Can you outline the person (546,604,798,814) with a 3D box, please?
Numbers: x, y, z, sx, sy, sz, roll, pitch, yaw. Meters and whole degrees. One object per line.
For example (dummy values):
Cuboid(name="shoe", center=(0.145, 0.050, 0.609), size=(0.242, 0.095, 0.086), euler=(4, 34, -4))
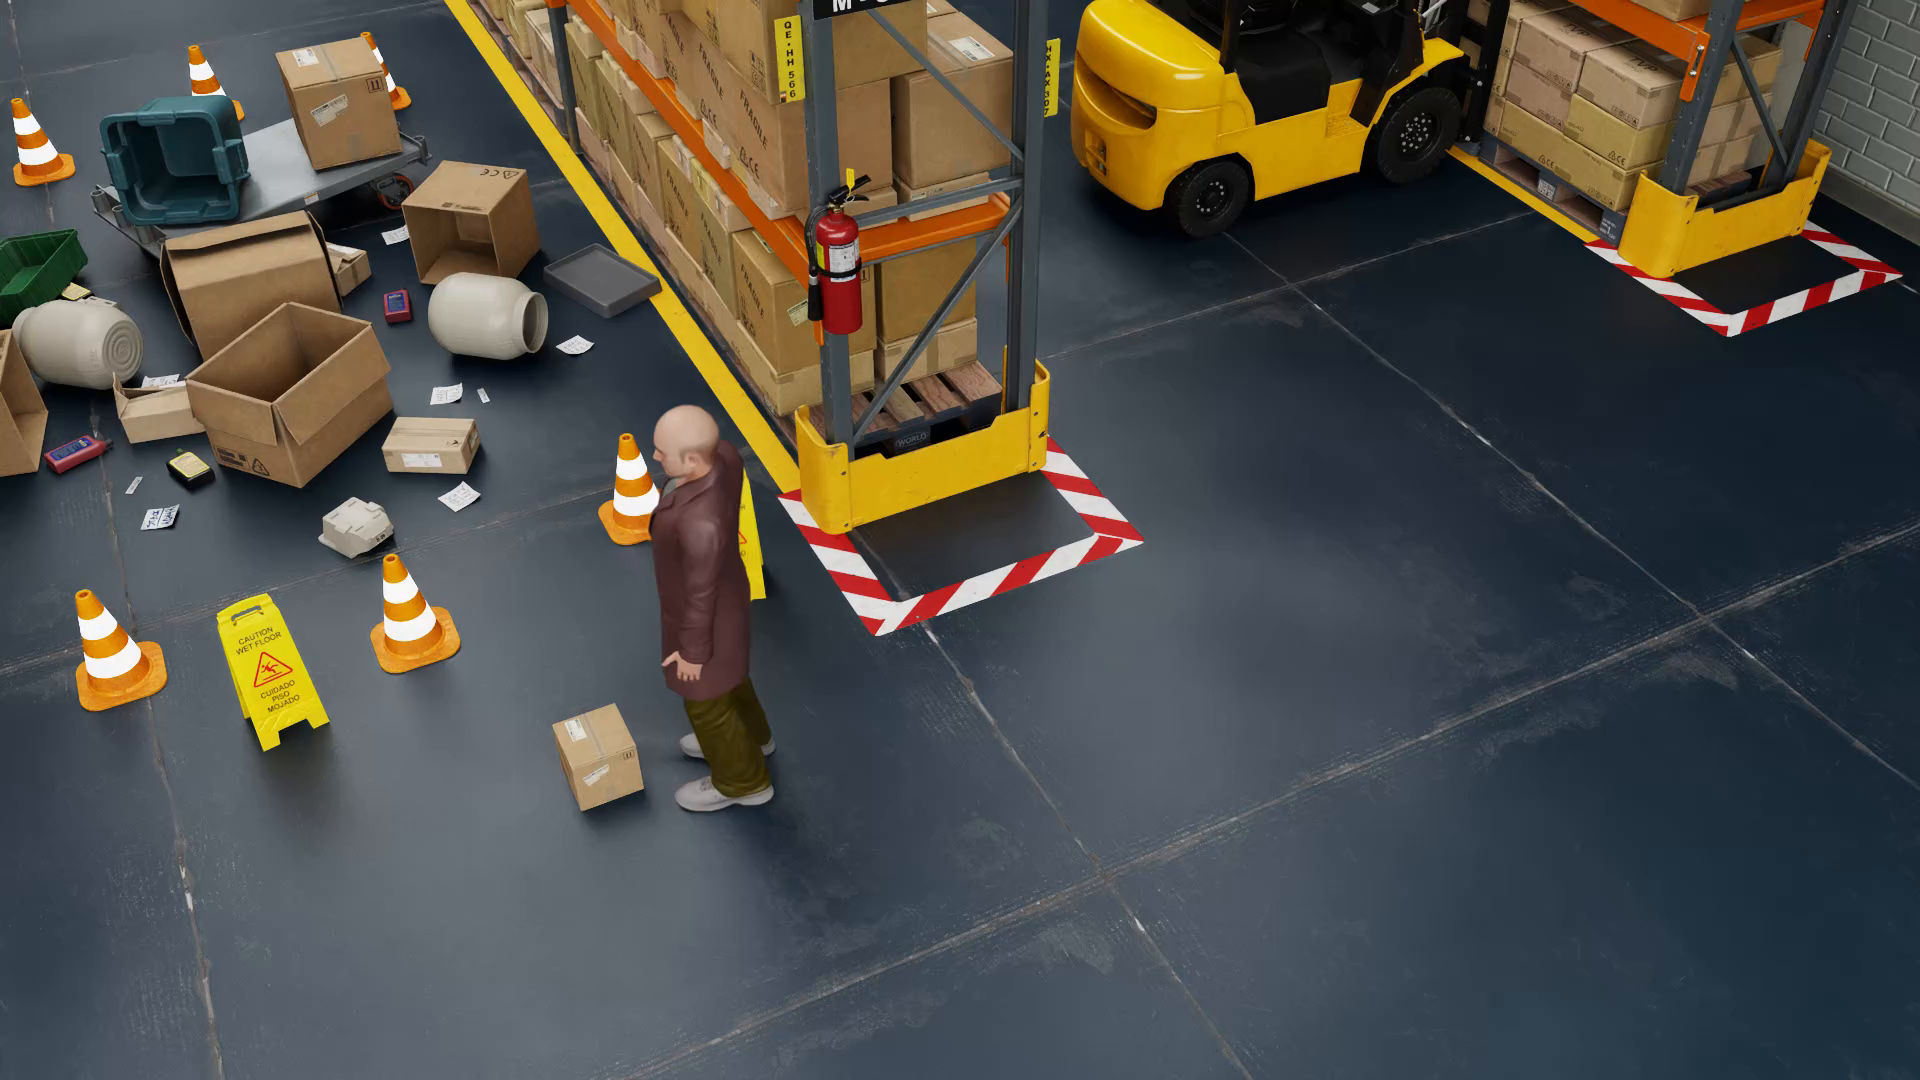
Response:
Cuboid(name="person", center=(-1.069, 0.600, 6.187), size=(0.928, 0.874, 0.596), euler=(-1, 41, -1))
